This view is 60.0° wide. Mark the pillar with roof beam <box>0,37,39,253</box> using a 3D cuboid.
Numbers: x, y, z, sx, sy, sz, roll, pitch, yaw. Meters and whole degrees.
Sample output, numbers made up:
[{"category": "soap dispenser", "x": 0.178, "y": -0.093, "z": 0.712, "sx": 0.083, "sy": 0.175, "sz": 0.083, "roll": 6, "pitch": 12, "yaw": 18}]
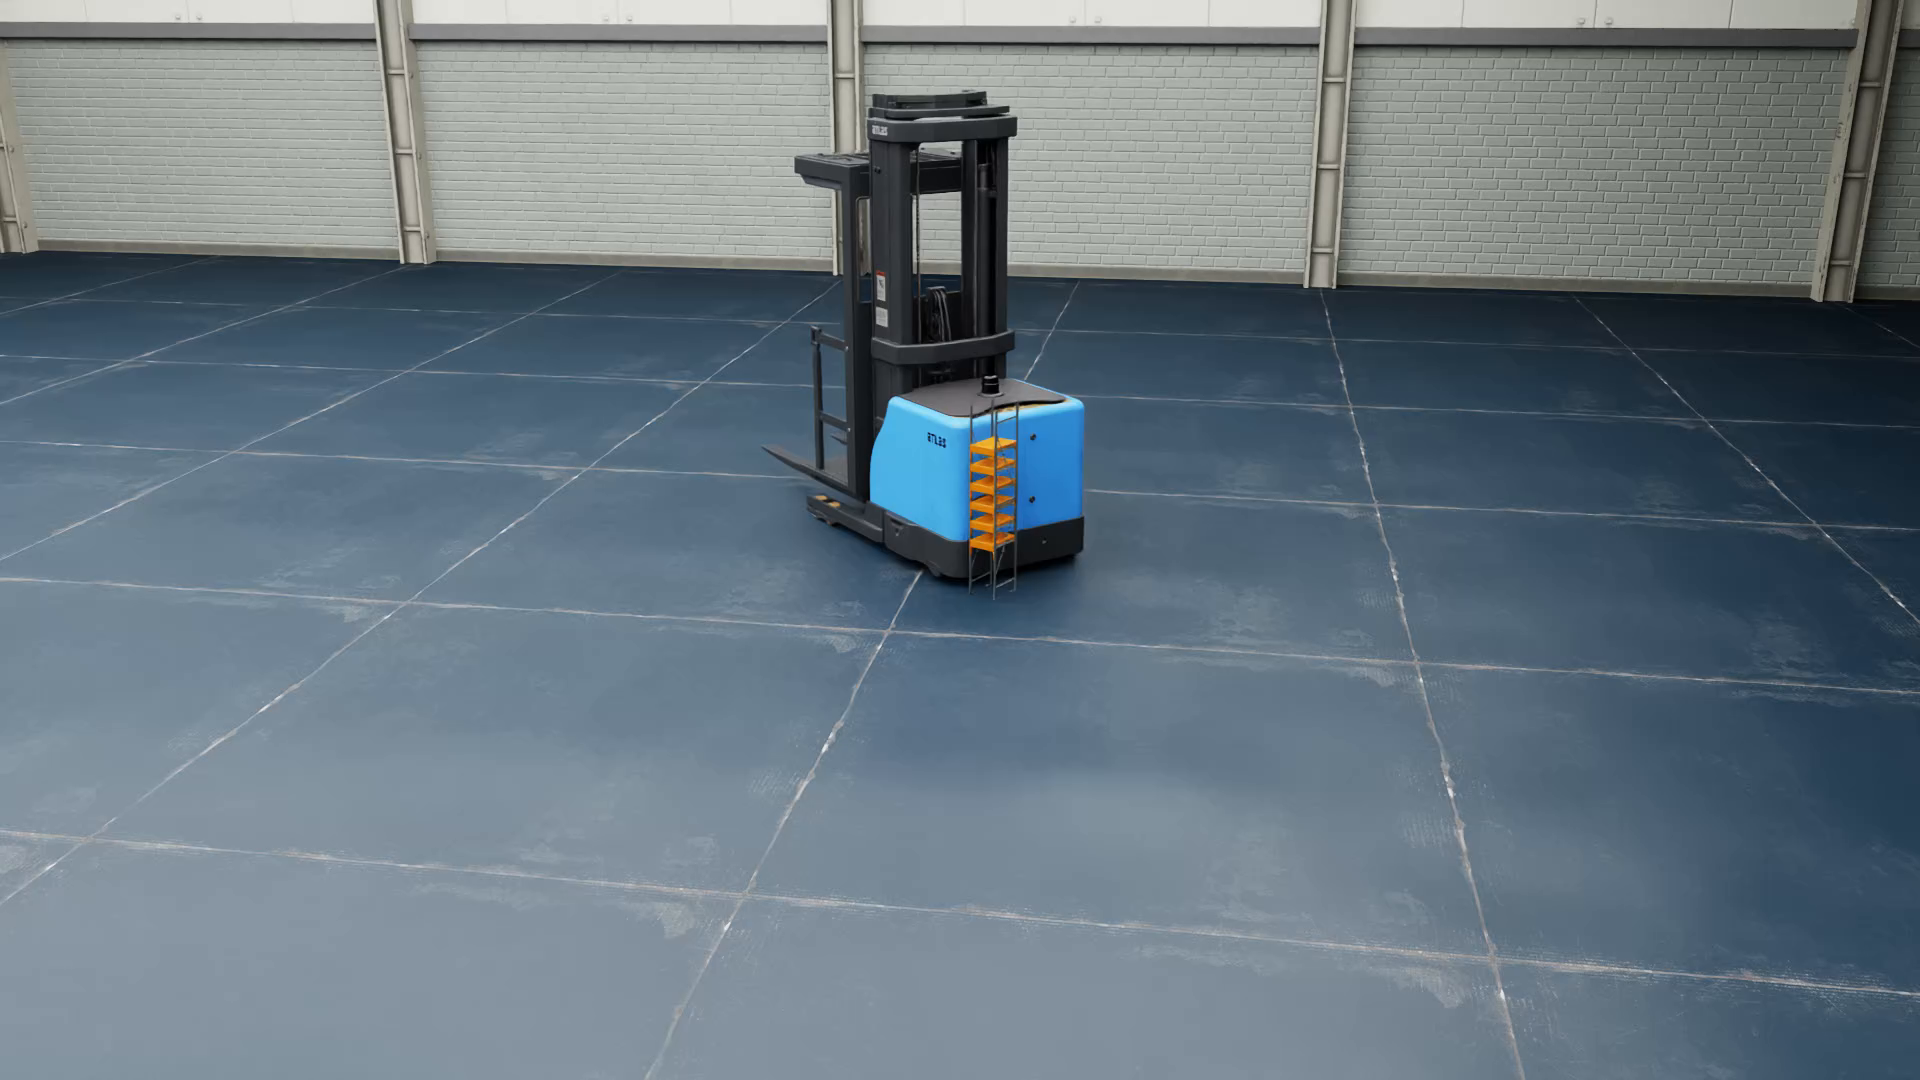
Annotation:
[{"category": "pillar with roof beam", "x": -13.959, "y": -7.000, "z": 18.042, "sx": 0.400, "sy": 9.000, "sz": 9.100, "roll": 3, "pitch": 19, "yaw": 9}]

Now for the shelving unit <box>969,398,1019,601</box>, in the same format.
[{"category": "shelving unit", "x": 0.206, "y": -0.244, "z": 10.141, "sx": 0.189, "sy": 1.200, "sz": 0.258, "roll": 13, "pitch": 23, "yaw": 34}]

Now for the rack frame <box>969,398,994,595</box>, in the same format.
[{"category": "rack frame", "x": 0.132, "y": -0.261, "z": 10.193, "sx": 0.006, "sy": 1.200, "sz": 0.240, "roll": 13, "pitch": 23, "yaw": 34}]

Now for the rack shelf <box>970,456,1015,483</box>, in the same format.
[{"category": "rack shelf", "x": 0.206, "y": -0.429, "z": 10.079, "sx": 0.180, "sy": 0.103, "sz": 0.258, "roll": 13, "pitch": 23, "yaw": 34}]

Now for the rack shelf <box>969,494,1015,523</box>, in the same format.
[{"category": "rack shelf", "x": 0.206, "y": -0.202, "z": 10.156, "sx": 0.180, "sy": 0.103, "sz": 0.258, "roll": 13, "pitch": 23, "yaw": 34}]

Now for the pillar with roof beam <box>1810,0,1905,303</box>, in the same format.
[{"category": "pillar with roof beam", "x": 9.738, "y": -5.792, "z": 14.432, "sx": 0.400, "sy": 9.000, "sz": 9.100, "roll": 3, "pitch": 19, "yaw": 9}]

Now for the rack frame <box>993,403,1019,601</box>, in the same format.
[{"category": "rack frame", "x": 0.279, "y": -0.227, "z": 10.090, "sx": 0.006, "sy": 1.200, "sz": 0.240, "roll": 13, "pitch": 23, "yaw": 34}]

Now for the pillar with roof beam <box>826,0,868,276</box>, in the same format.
[{"category": "pillar with roof beam", "x": -2.110, "y": -6.396, "z": 16.237, "sx": 0.400, "sy": 9.000, "sz": 9.100, "roll": 3, "pitch": 19, "yaw": 9}]

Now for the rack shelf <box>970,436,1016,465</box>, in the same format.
[{"category": "rack shelf", "x": 0.206, "y": -0.543, "z": 10.041, "sx": 0.180, "sy": 0.103, "sz": 0.258, "roll": 13, "pitch": 23, "yaw": 34}]

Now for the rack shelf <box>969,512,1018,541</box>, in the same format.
[{"category": "rack shelf", "x": 0.206, "y": -0.088, "z": 10.194, "sx": 0.180, "sy": 0.103, "sz": 0.258, "roll": 13, "pitch": 23, "yaw": 34}]

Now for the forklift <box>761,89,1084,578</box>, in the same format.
[{"category": "forklift", "x": -0.421, "y": -1.564, "z": 11.357, "sx": 1.130, "sy": 2.935, "sz": 3.031, "roll": -12, "pitch": 22, "yaw": -31}]

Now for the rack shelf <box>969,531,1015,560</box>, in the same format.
[{"category": "rack shelf", "x": 0.206, "y": 0.026, "z": 10.232, "sx": 0.180, "sy": 0.103, "sz": 0.258, "roll": 13, "pitch": 23, "yaw": 34}]

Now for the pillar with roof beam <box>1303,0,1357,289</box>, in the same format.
[{"category": "pillar with roof beam", "x": 3.814, "y": -6.094, "z": 15.335, "sx": 0.400, "sy": 9.000, "sz": 9.100, "roll": 3, "pitch": 19, "yaw": 9}]

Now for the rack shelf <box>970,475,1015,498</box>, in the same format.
[{"category": "rack shelf", "x": 0.206, "y": -0.316, "z": 10.117, "sx": 0.180, "sy": 0.103, "sz": 0.258, "roll": 13, "pitch": 23, "yaw": 34}]

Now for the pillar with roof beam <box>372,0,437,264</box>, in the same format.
[{"category": "pillar with roof beam", "x": -8.034, "y": -6.698, "z": 17.140, "sx": 0.400, "sy": 9.000, "sz": 9.100, "roll": 3, "pitch": 19, "yaw": 9}]
